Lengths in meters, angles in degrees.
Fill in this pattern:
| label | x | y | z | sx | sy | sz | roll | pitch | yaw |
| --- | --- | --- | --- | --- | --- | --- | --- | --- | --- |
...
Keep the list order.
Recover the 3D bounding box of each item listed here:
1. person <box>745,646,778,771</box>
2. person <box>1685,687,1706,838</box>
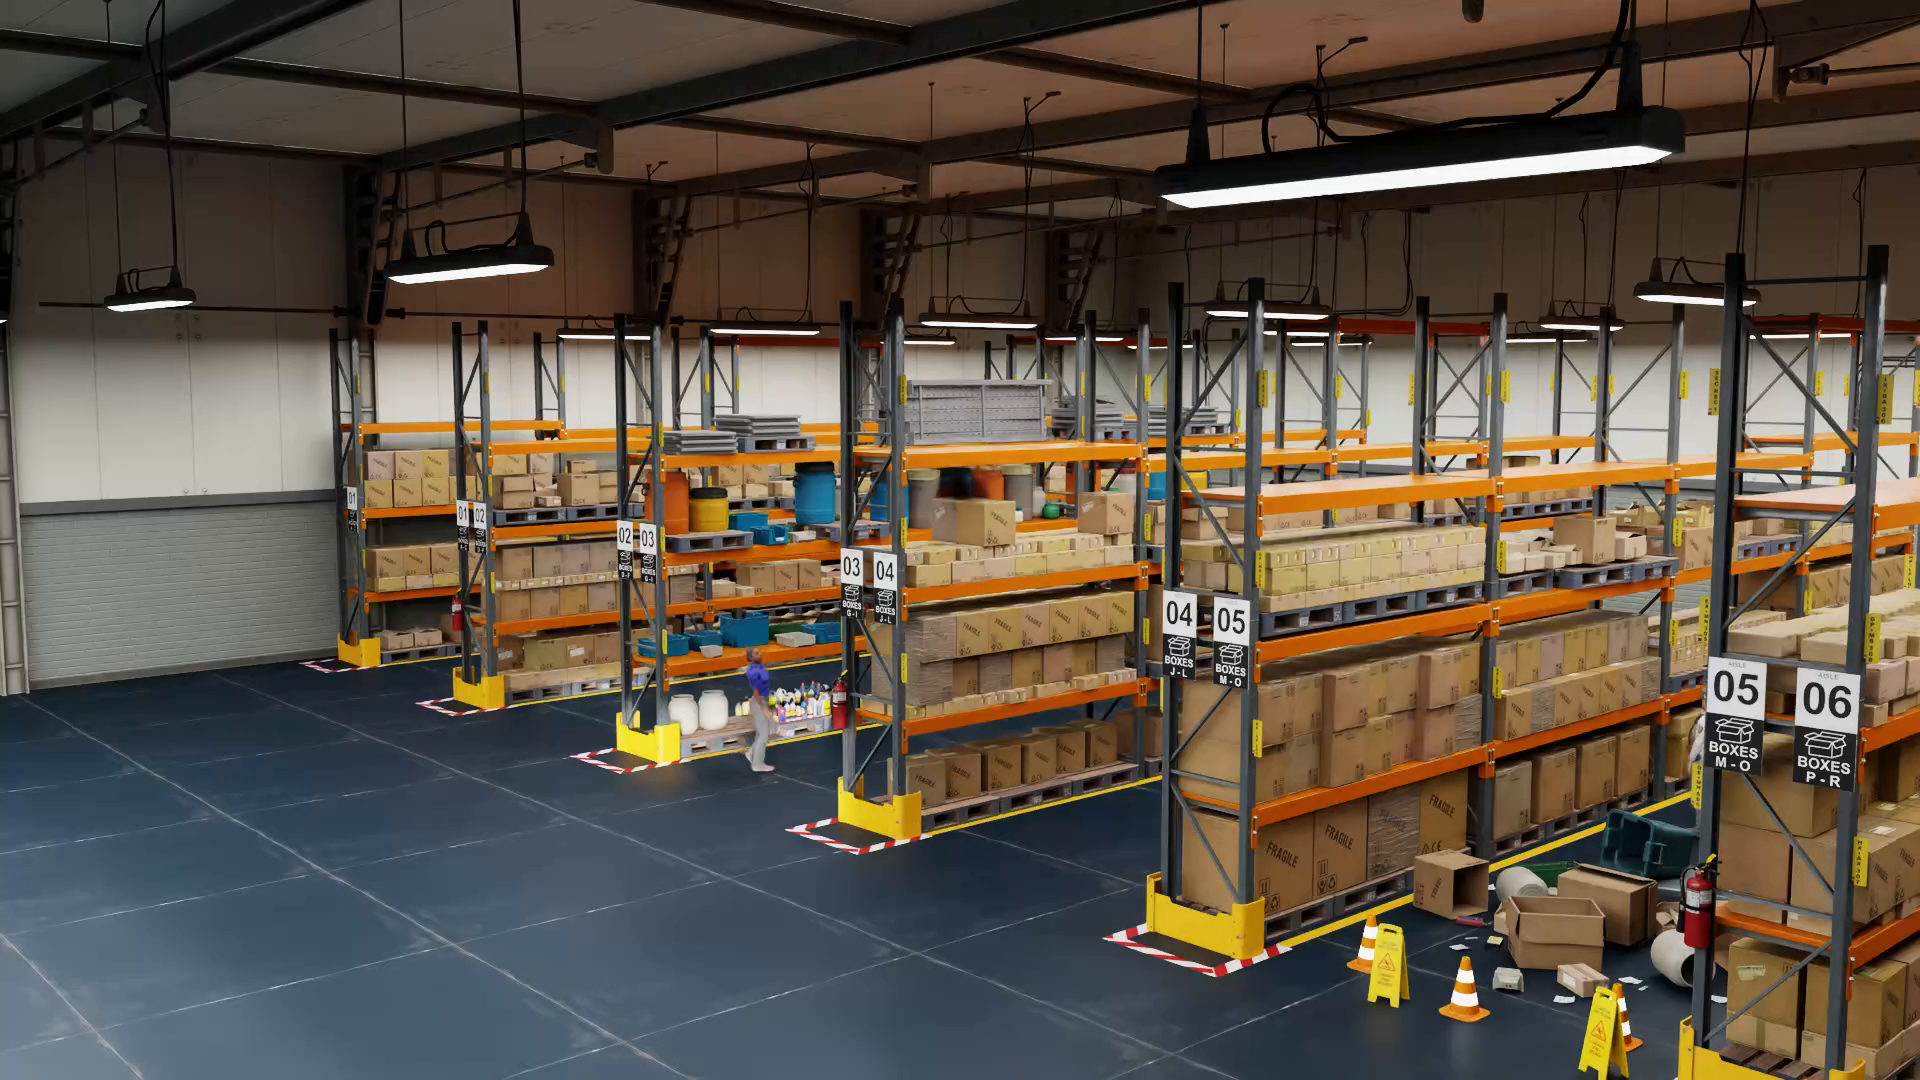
| label | x | y | z | sx | sy | sz | roll | pitch | yaw |
| --- | --- | --- | --- | --- | --- | --- | --- | --- | --- |
| person | -2.577 | 2.206 | 21.640 | 0.442 | 1.646 | 0.488 | -1 | 6 | -12 |
| person | 8.373 | 2.492 | 18.602 | 0.494 | 1.685 | 0.354 | -3 | 6 | -25 |
